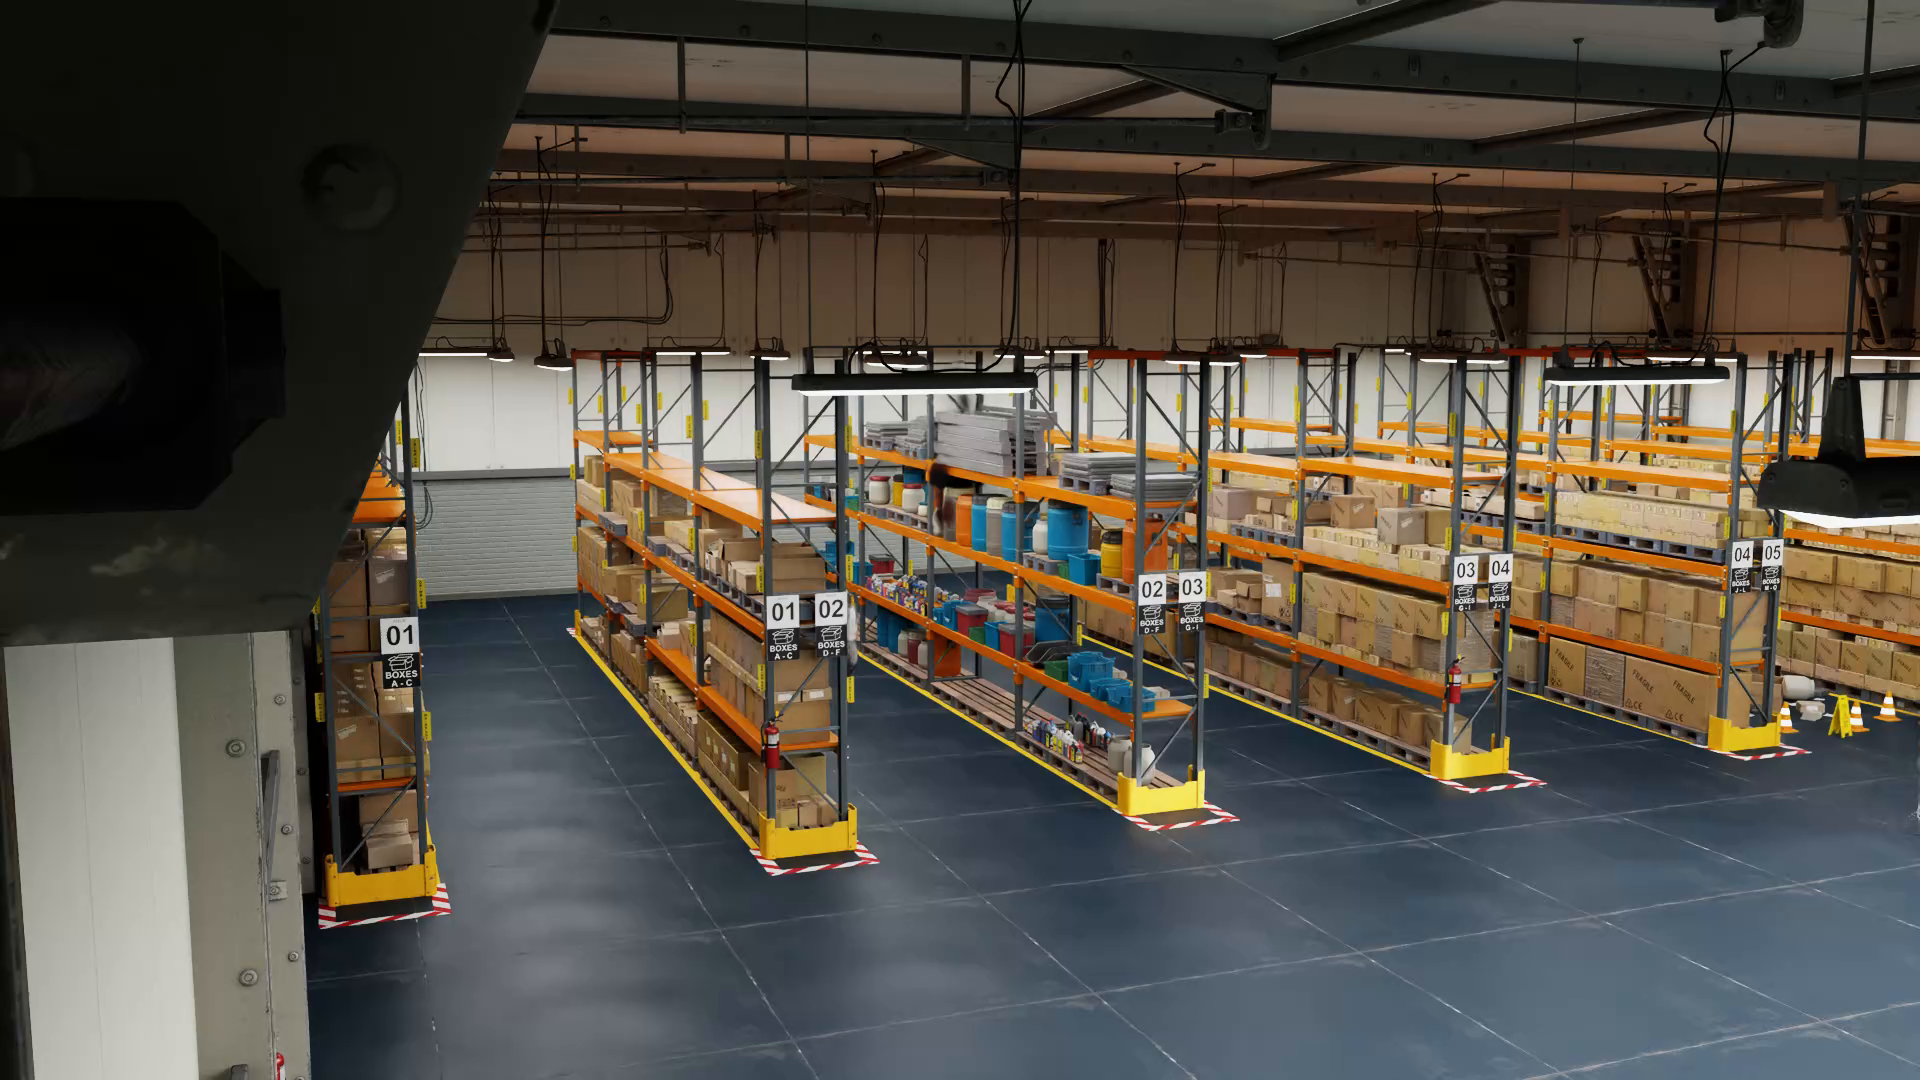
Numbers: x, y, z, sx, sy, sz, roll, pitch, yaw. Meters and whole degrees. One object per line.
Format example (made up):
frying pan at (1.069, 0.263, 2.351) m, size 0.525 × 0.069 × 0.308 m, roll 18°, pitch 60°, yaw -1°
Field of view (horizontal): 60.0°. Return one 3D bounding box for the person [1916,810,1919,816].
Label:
person at (12.596, 2.886, 20.874) m, size 0.939 × 1.679 × 0.576 m, roll 2°, pitch 7°, yaw 19°

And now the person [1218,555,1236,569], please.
person at (6.774, 0.275, 41.897) m, size 0.637 × 1.738 × 0.694 m, roll -2°, pitch 7°, yaw -17°

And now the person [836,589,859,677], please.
person at (-1.918, 1.702, 28.136) m, size 0.668 × 1.783 × 0.569 m, roll -4°, pitch 8°, yaw -30°
